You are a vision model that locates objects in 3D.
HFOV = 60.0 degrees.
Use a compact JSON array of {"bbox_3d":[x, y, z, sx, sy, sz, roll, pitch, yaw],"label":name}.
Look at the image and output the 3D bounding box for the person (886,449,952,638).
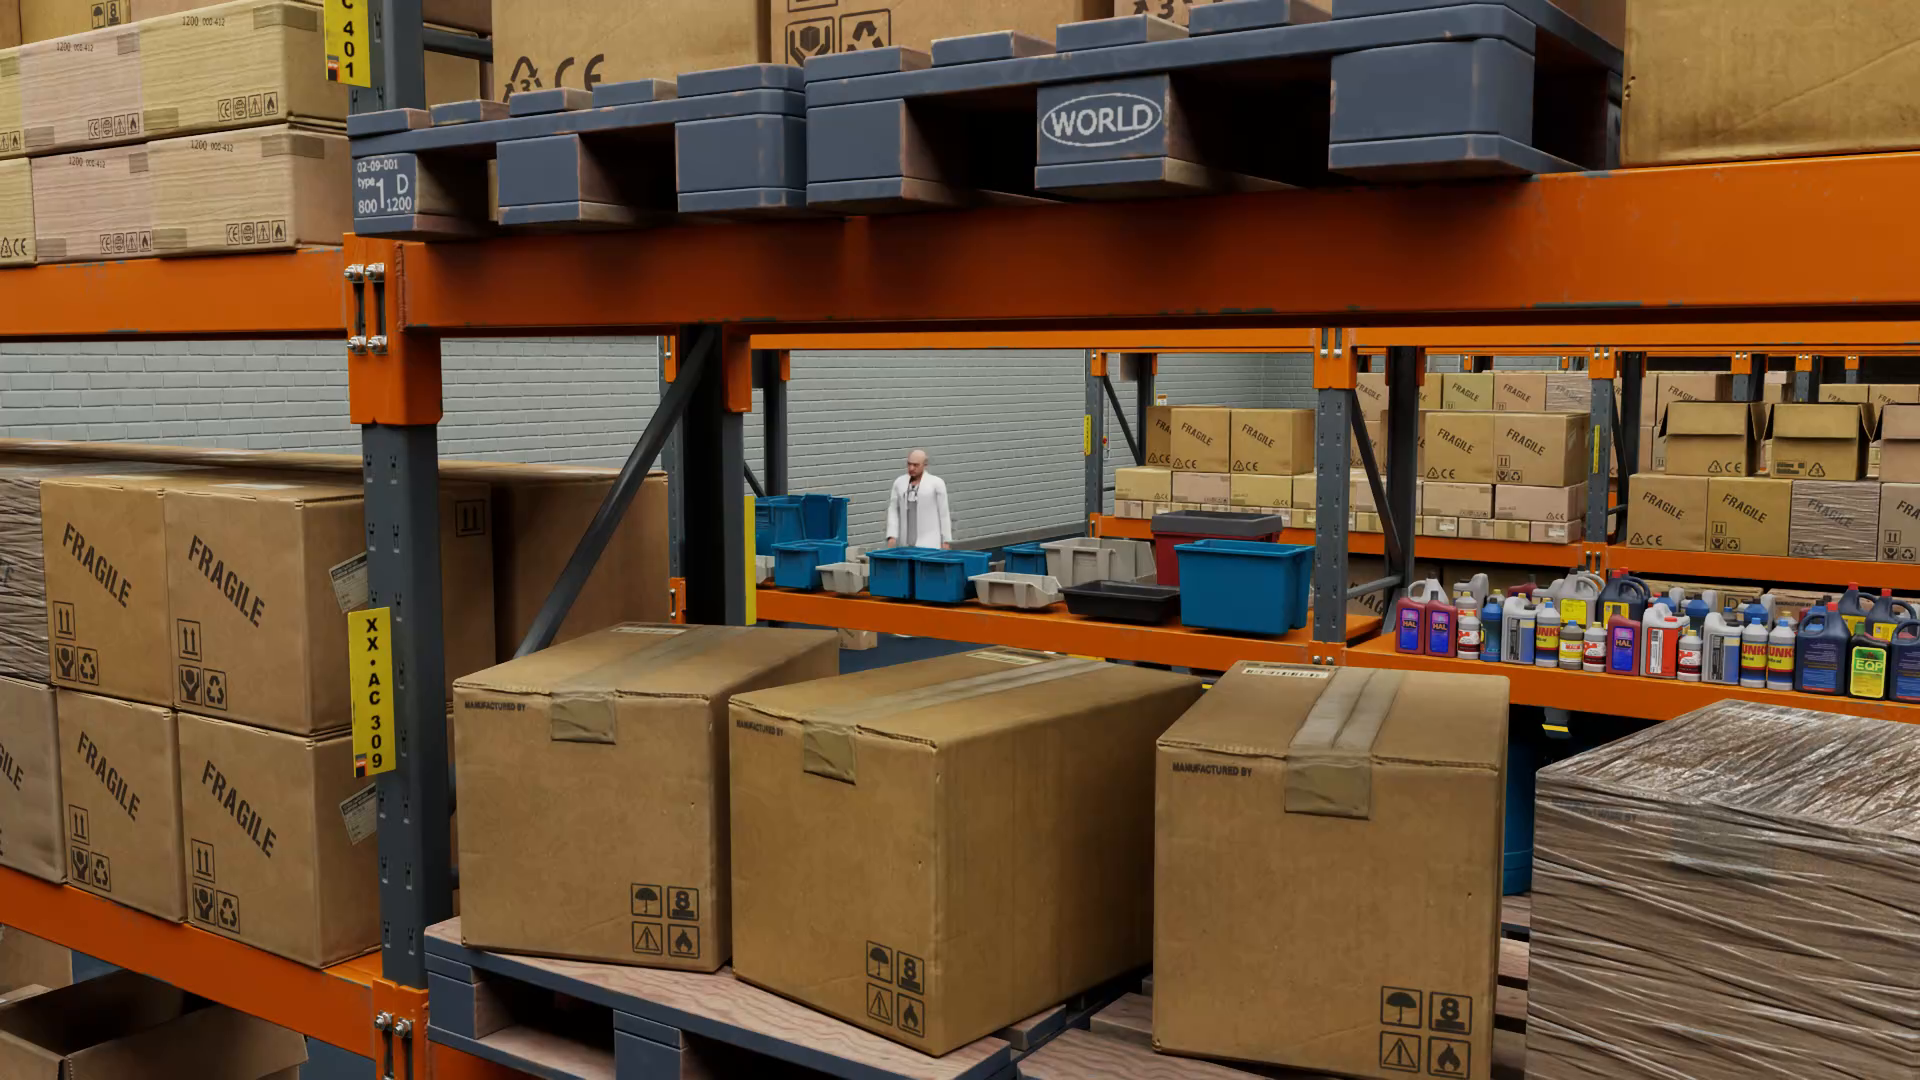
[{"bbox_3d":[-0.379,0.014,15.622,0.587,1.746,1.023,4,7,32],"label":"person"}]
